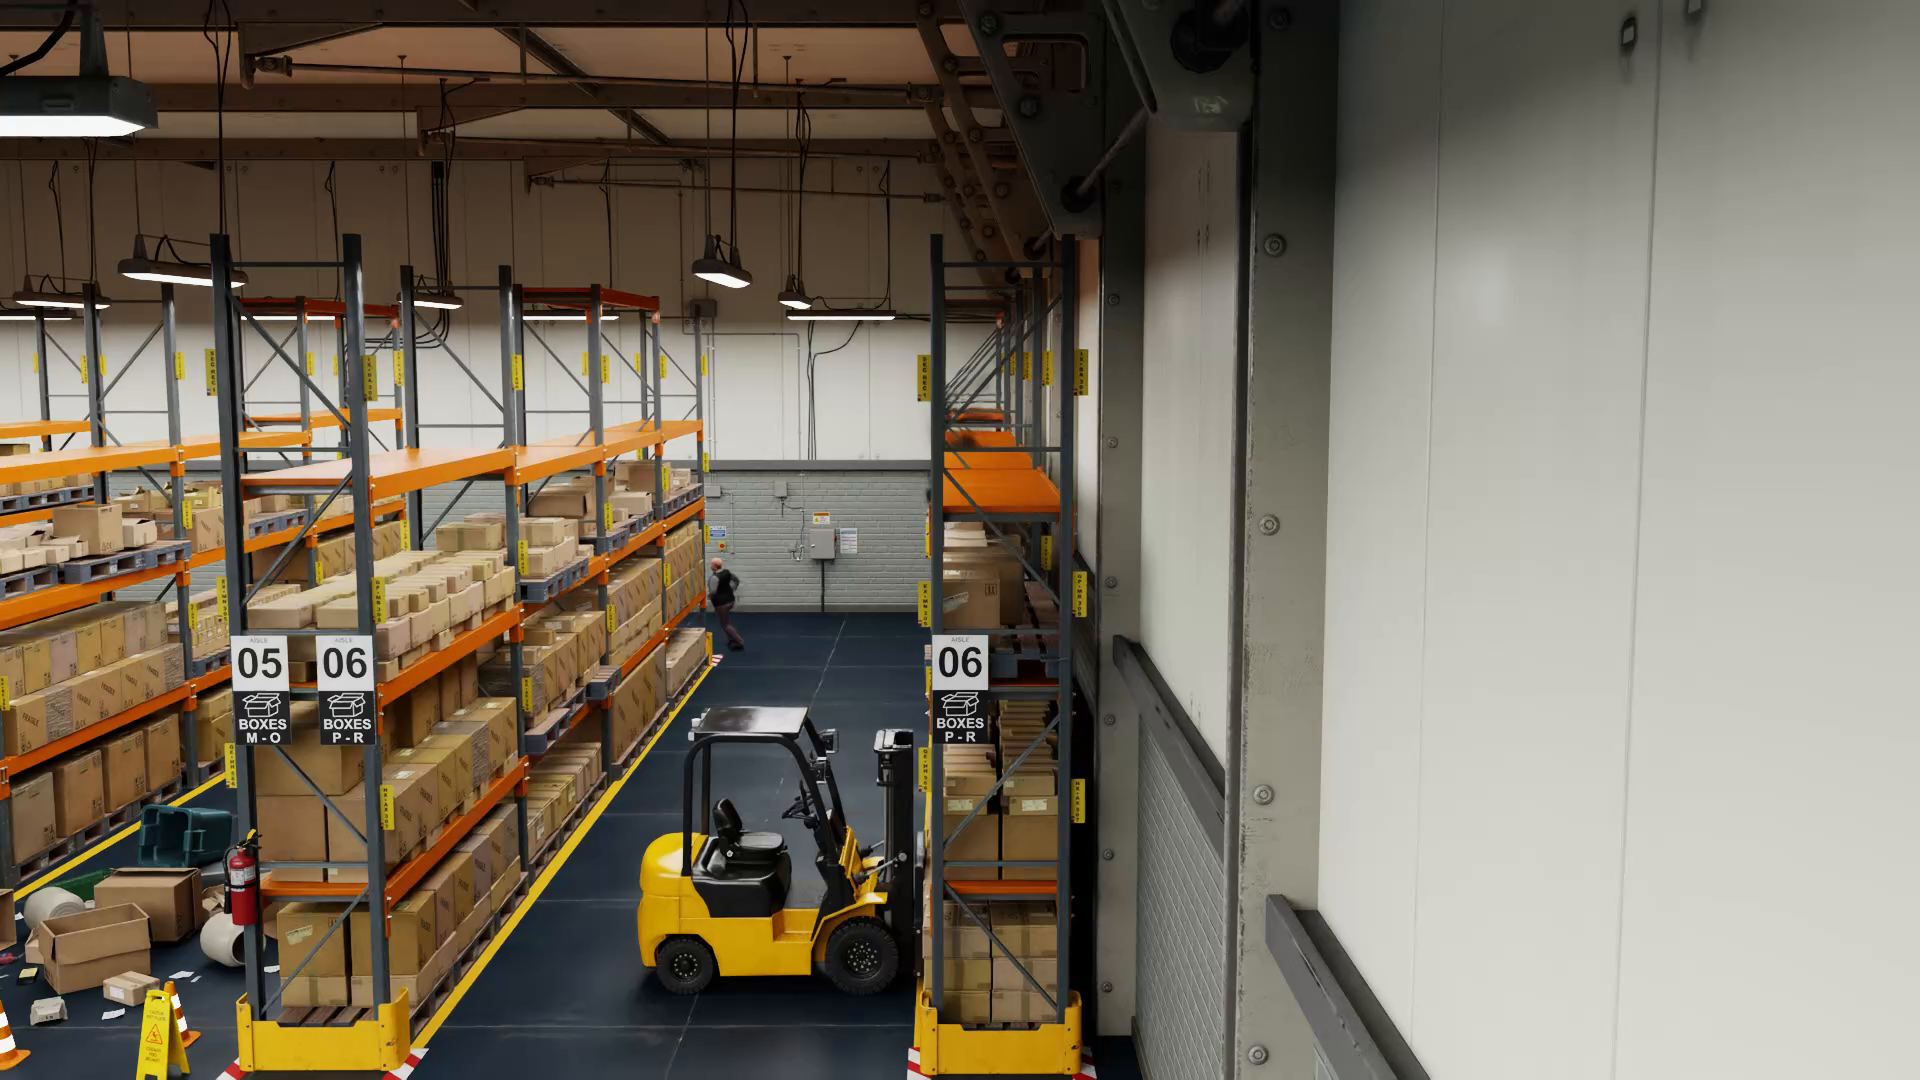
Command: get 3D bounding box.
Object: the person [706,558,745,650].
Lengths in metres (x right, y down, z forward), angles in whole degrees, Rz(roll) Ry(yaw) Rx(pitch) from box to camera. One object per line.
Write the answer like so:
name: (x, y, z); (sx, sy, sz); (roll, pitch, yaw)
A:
person: (-4.122, 1.122, 29.162); (0.630, 1.668, 0.835); (3, 7, 27)
